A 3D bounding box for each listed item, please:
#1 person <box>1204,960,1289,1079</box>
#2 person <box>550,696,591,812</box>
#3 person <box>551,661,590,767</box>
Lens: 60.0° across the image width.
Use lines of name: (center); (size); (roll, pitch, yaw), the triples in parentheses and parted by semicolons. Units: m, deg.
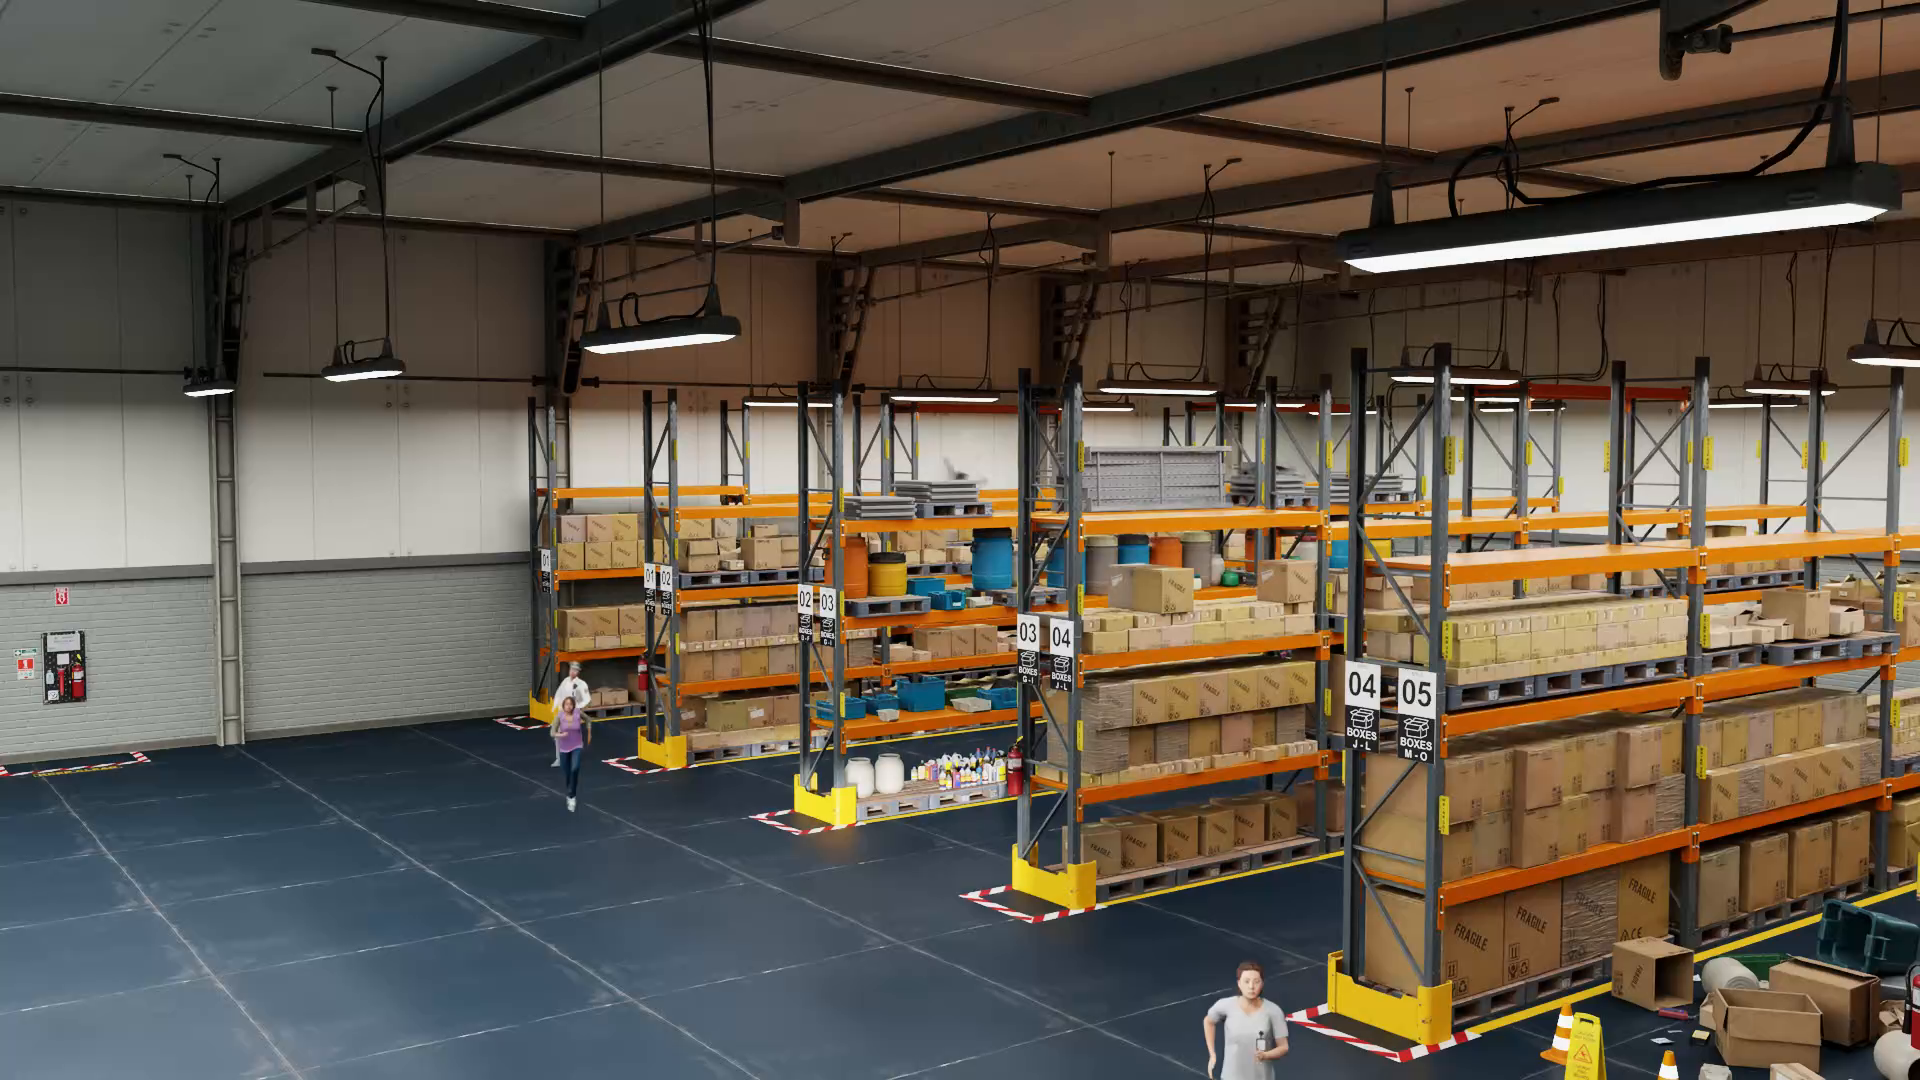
person: (1.920, 3.669, 11.140); (0.531, 1.724, 0.744); (0, 3, 2)
person: (-5.490, 2.984, 23.456); (0.560, 1.615, 0.780); (-1, 3, -13)
person: (-6.262, 2.776, 26.702); (0.671, 1.668, 0.642); (1, 4, 19)
